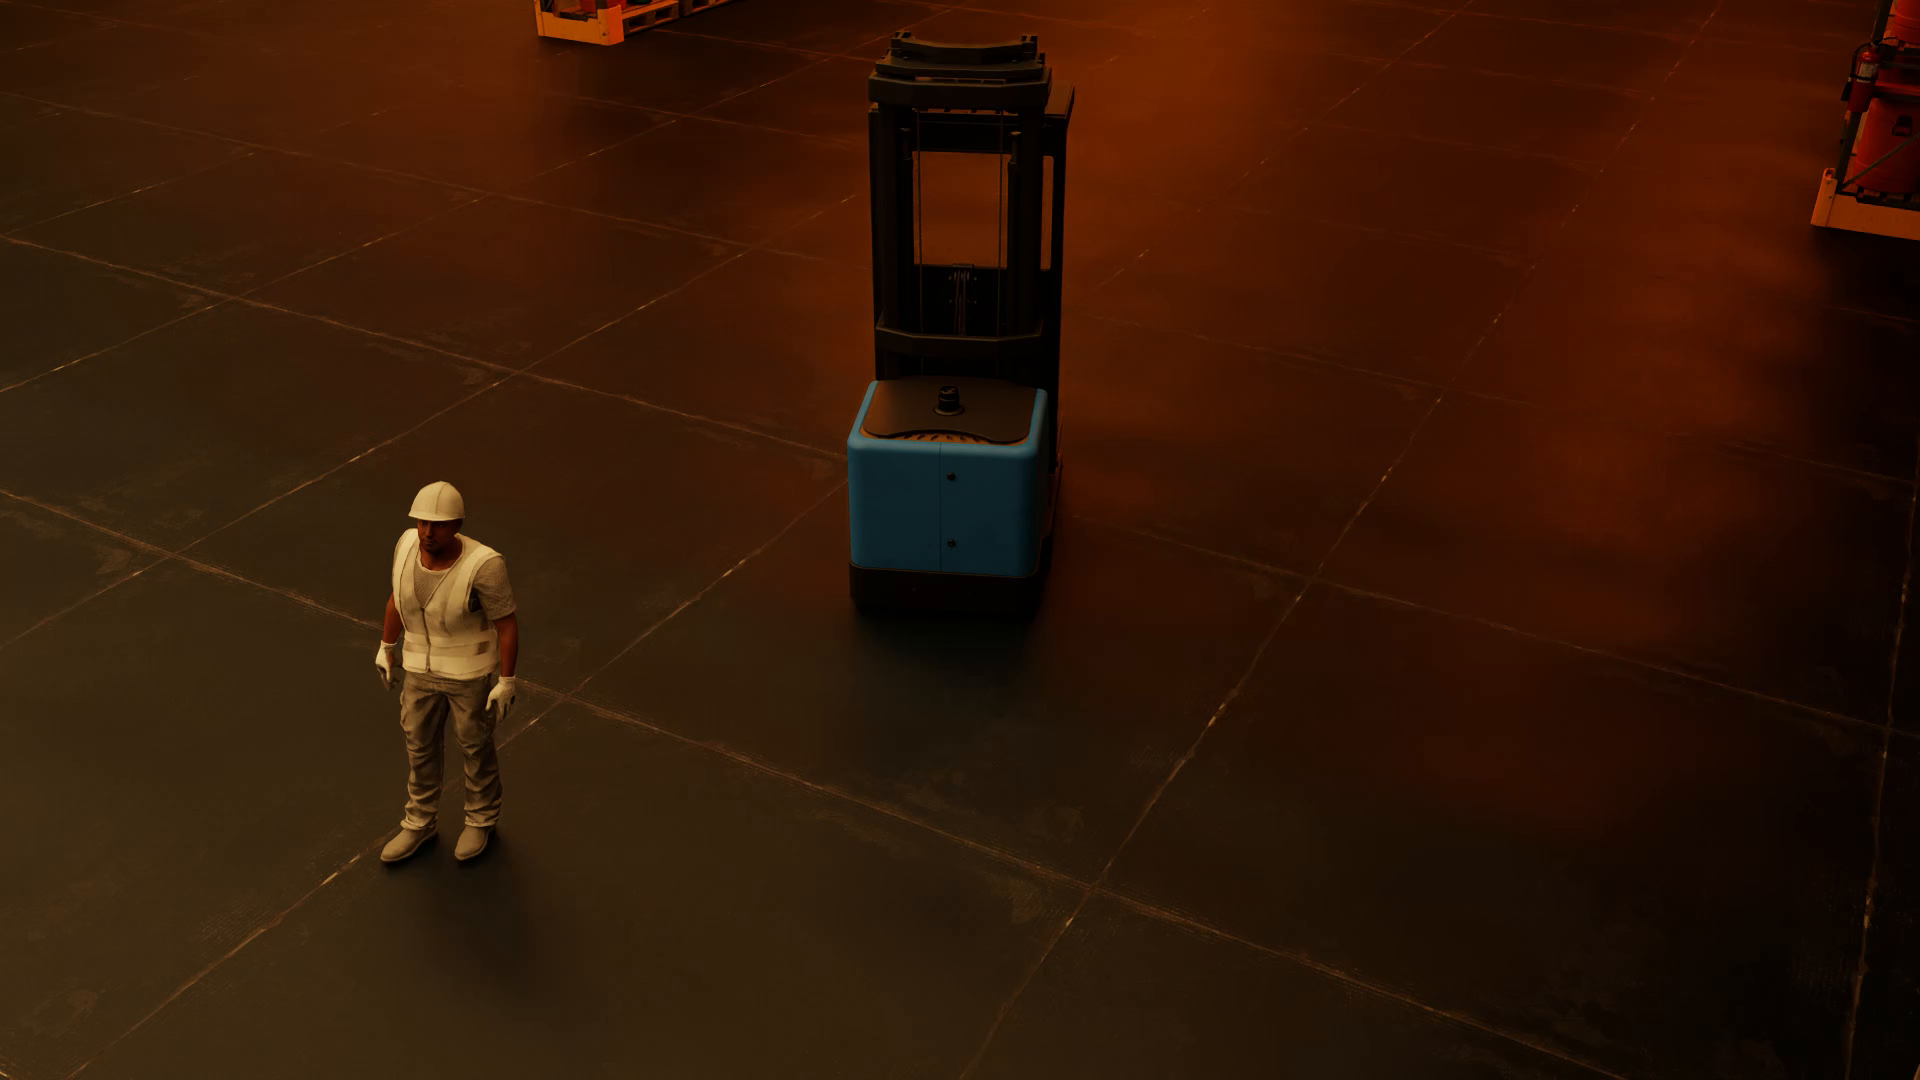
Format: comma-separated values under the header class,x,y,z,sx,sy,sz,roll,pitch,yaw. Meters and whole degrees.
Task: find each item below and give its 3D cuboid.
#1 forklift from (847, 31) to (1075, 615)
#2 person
class,x,y,z,sx,sy,sz,roll,pitch,yaw
forklift,0.072,-1.572,9.794,1.130,2.935,3.031,3,30,6
person,-2.238,0.595,7.173,0.657,1.782,0.577,9,31,15
